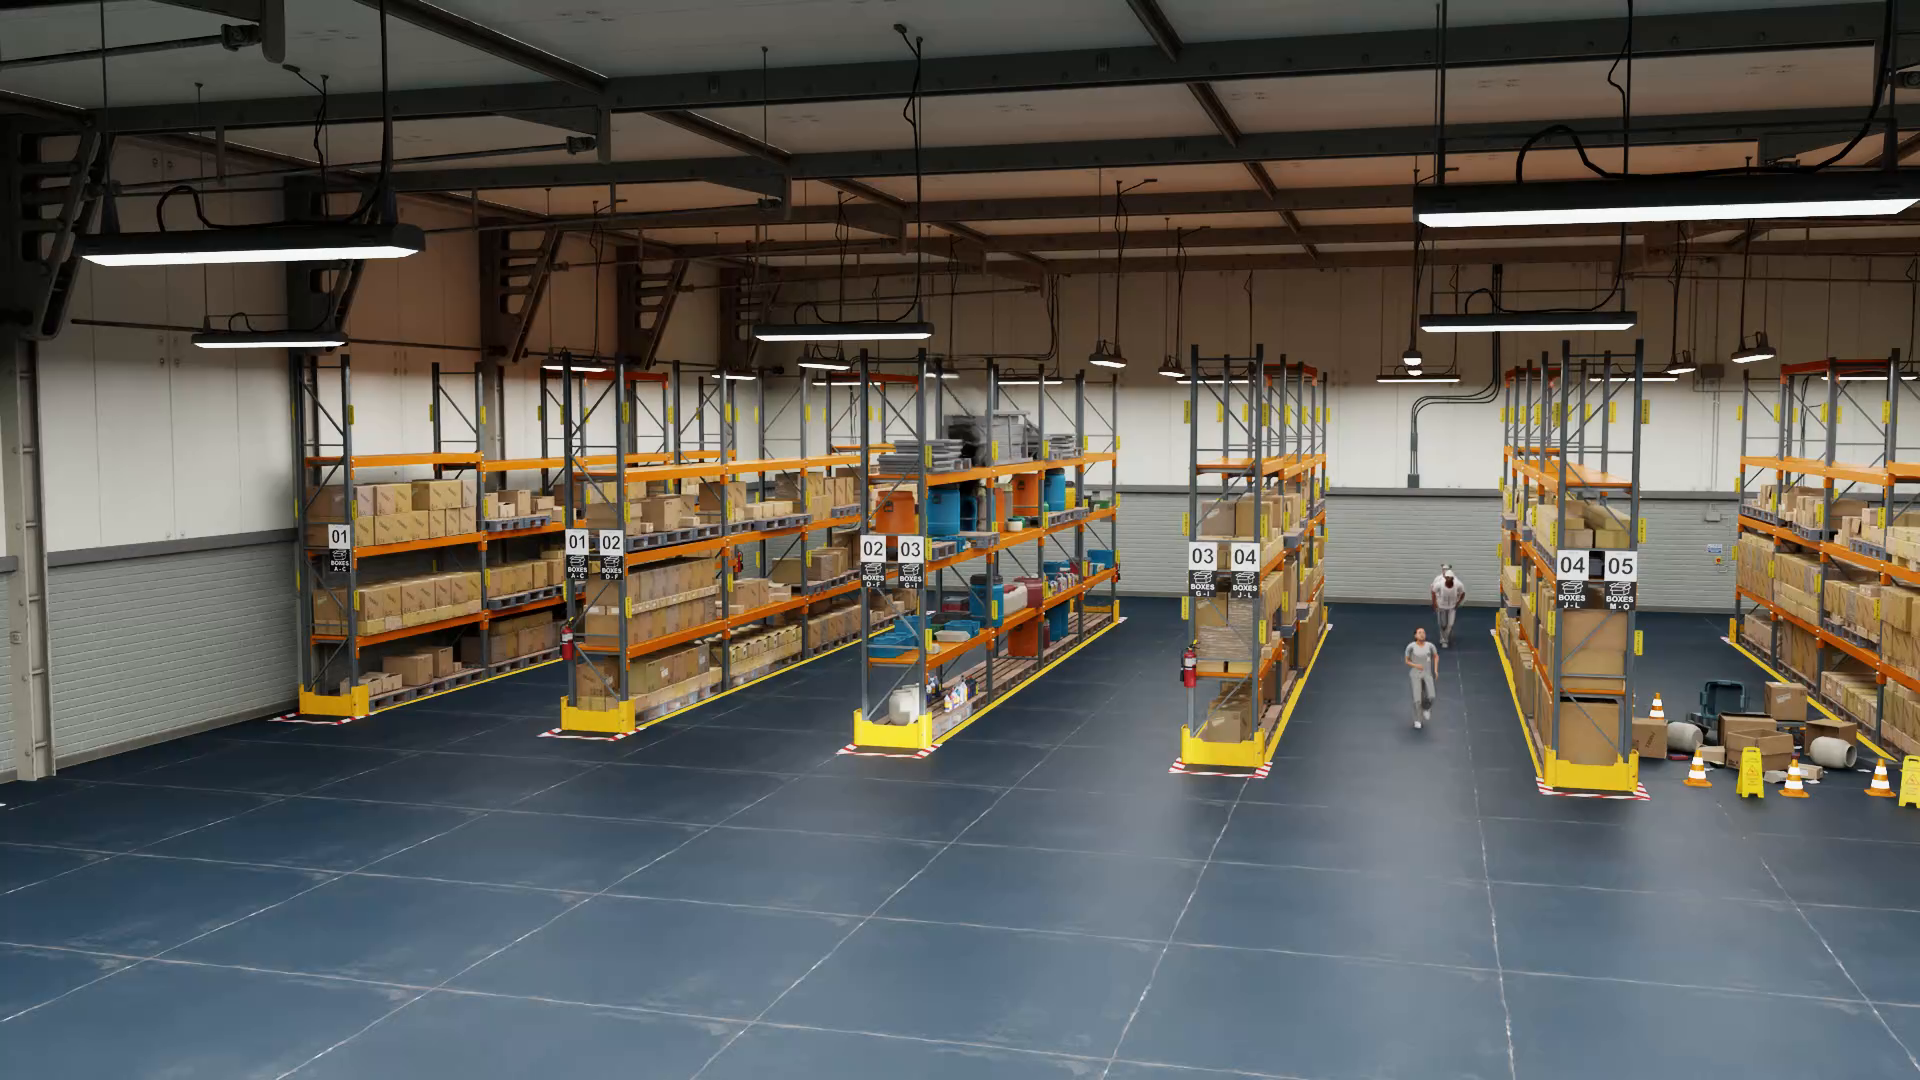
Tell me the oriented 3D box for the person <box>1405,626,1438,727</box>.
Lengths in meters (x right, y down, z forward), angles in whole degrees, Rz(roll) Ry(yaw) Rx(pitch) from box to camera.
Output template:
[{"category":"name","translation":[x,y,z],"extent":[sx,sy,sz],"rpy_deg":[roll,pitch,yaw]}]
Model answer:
[{"category":"person","translation":[7.422,2.199,26.670],"extent":[0.572,1.633,0.578],"rpy_deg":[0,4,2]}]

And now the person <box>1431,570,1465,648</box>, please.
[{"category":"person","translation":[10.568,1.481,36.004],"extent":[0.698,1.695,0.859],"rpy_deg":[1,4,9]}]

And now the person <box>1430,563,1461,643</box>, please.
[{"category":"person","translation":[10.760,1.379,36.823],"extent":[0.684,1.755,0.719],"rpy_deg":[1,5,19]}]
